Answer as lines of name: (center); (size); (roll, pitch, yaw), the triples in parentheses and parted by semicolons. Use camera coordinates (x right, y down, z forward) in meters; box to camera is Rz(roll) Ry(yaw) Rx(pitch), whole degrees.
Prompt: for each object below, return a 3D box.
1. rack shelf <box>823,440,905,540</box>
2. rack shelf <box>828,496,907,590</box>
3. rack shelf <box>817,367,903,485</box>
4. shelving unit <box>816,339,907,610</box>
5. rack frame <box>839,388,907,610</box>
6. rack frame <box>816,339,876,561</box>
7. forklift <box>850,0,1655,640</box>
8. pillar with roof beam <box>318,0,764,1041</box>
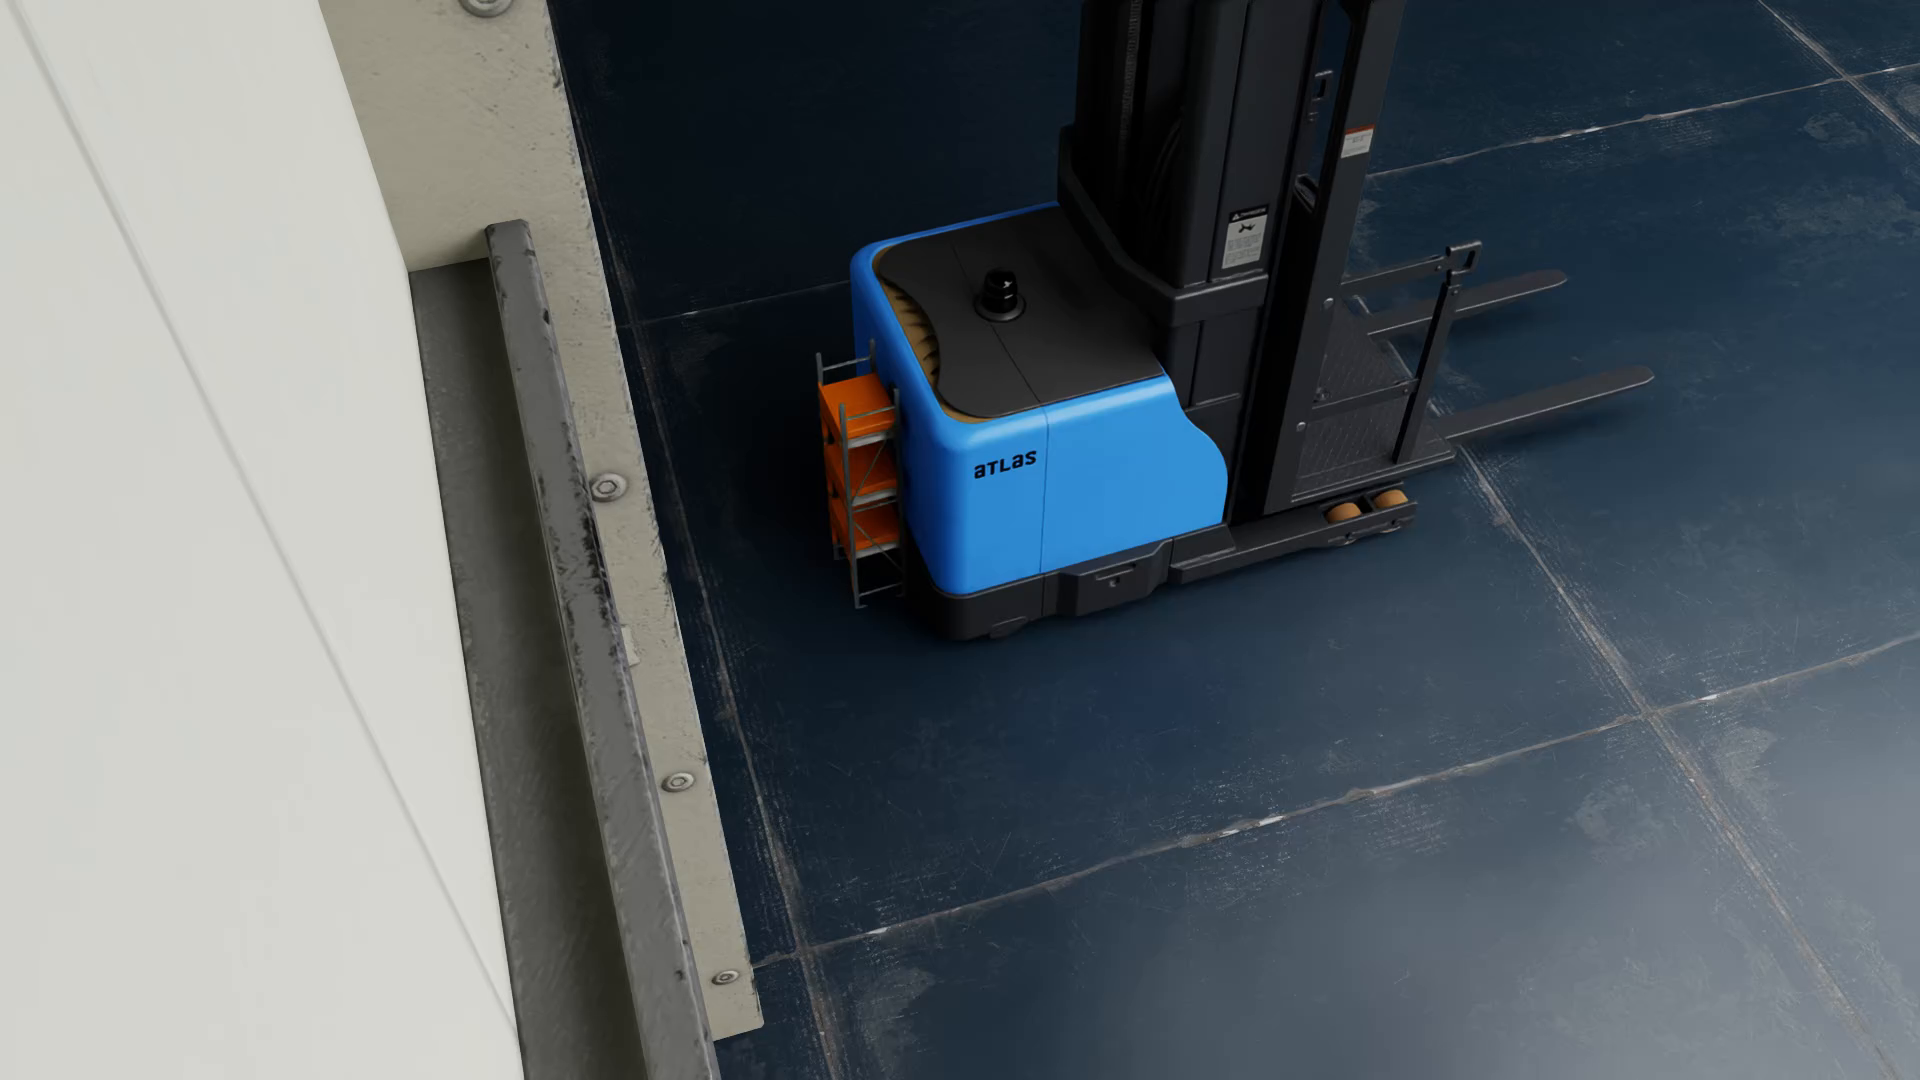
rack shelf: (-0.330, -0.195, 5.742); (0.215, 0.259, 0.240); (-16, 52, -13)
rack shelf: (-0.330, -0.016, 5.954); (0.215, 0.259, 0.240); (-16, 52, -13)
rack shelf: (-0.330, -0.378, 5.525); (0.215, 0.259, 0.240); (-16, 52, -13)
shelving unit: (-0.330, -0.202, 5.733); (0.215, 1.050, 0.252); (-16, 52, -13)
rack frame: (-0.288, -0.115, 5.660); (0.200, 1.050, 0.008); (-16, 52, -13)
rack frame: (-0.373, -0.289, 5.807); (0.200, 1.050, 0.008); (-16, 52, -13)
forklift: (1.180, -1.290, 5.421); (3.031, 2.935, 1.130); (-15, 52, -13)
pillar with roof beam: (3.317, -2.519, 2.487); (9.100, 9.000, 0.400); (-13, 51, -11)
